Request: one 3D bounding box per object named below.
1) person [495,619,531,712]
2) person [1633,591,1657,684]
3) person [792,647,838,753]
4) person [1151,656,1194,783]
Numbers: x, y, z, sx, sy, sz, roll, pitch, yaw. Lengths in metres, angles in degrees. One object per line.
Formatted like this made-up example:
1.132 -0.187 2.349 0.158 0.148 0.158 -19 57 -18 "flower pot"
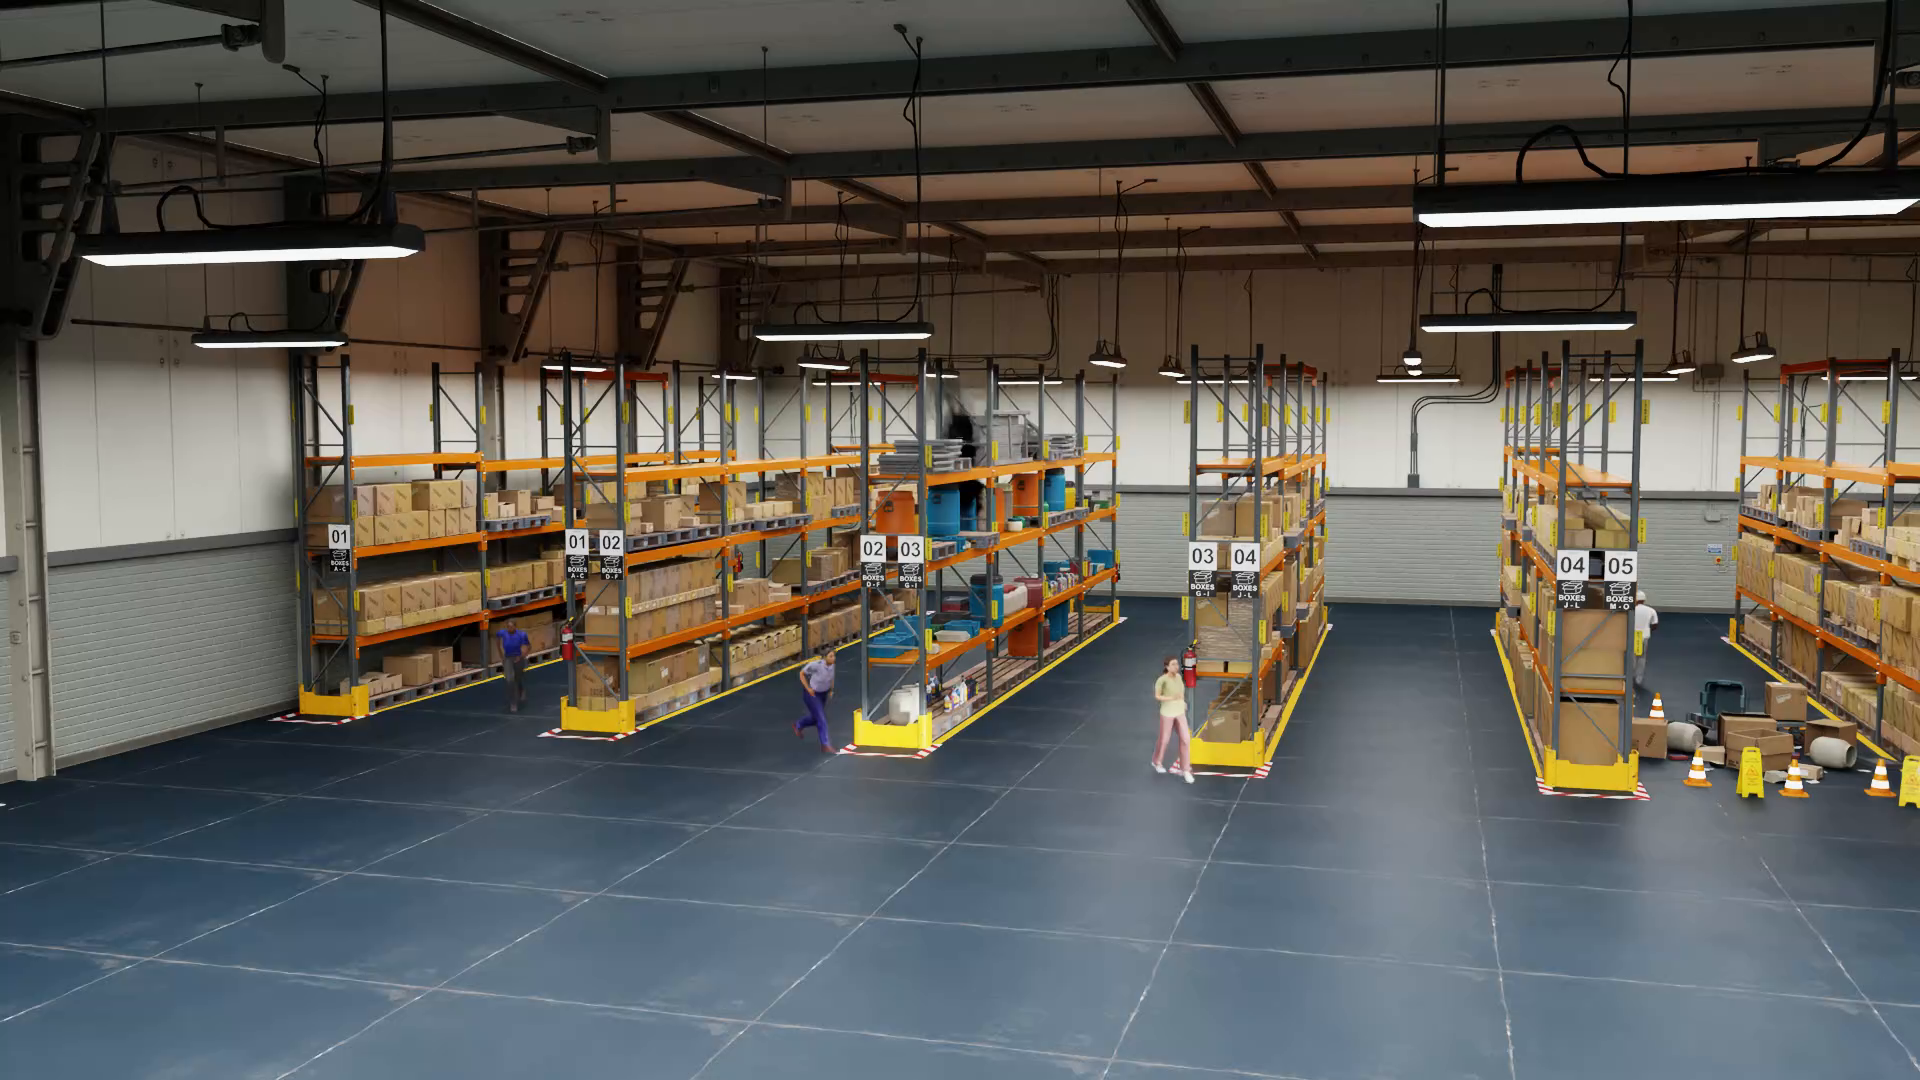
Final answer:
-7.622 2.104 28.492 0.611 1.616 0.977 0 4 -2 "person"
12.674 1.806 31.133 0.688 1.714 0.639 1 4 14 "person"
-2.214 2.378 24.888 0.953 1.612 0.630 4 6 44 "person"
2.901 2.434 22.855 0.561 1.701 0.823 -2 5 -25 "person"
